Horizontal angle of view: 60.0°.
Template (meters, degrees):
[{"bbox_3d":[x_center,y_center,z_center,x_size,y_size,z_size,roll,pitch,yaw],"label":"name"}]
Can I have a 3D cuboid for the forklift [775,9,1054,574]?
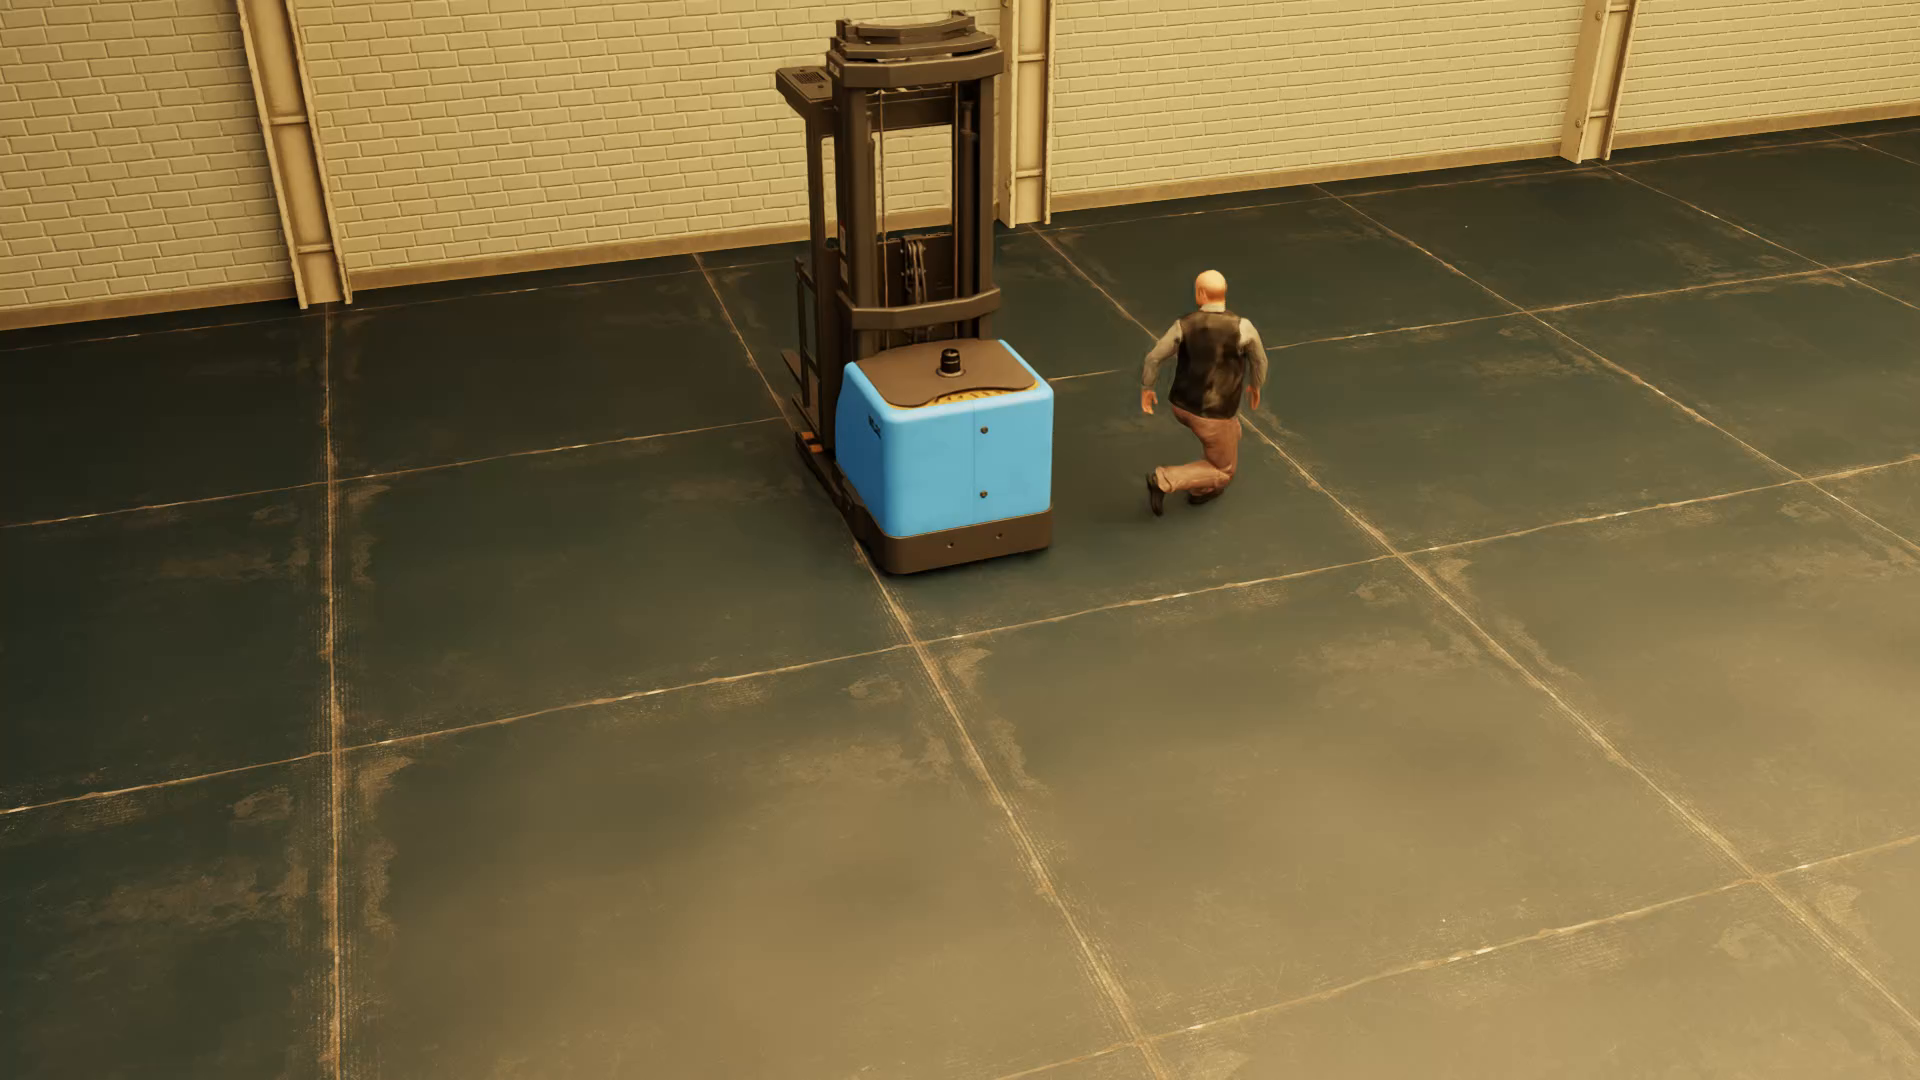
[{"bbox_3d":[-0.443,-1.794,10.205,1.130,2.935,3.031,-10,32,-18],"label":"forklift"}]

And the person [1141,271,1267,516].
[{"bbox_3d":[1.428,-0.875,10.086,0.806,1.503,0.627,-21,36,-32],"label":"person"}]
